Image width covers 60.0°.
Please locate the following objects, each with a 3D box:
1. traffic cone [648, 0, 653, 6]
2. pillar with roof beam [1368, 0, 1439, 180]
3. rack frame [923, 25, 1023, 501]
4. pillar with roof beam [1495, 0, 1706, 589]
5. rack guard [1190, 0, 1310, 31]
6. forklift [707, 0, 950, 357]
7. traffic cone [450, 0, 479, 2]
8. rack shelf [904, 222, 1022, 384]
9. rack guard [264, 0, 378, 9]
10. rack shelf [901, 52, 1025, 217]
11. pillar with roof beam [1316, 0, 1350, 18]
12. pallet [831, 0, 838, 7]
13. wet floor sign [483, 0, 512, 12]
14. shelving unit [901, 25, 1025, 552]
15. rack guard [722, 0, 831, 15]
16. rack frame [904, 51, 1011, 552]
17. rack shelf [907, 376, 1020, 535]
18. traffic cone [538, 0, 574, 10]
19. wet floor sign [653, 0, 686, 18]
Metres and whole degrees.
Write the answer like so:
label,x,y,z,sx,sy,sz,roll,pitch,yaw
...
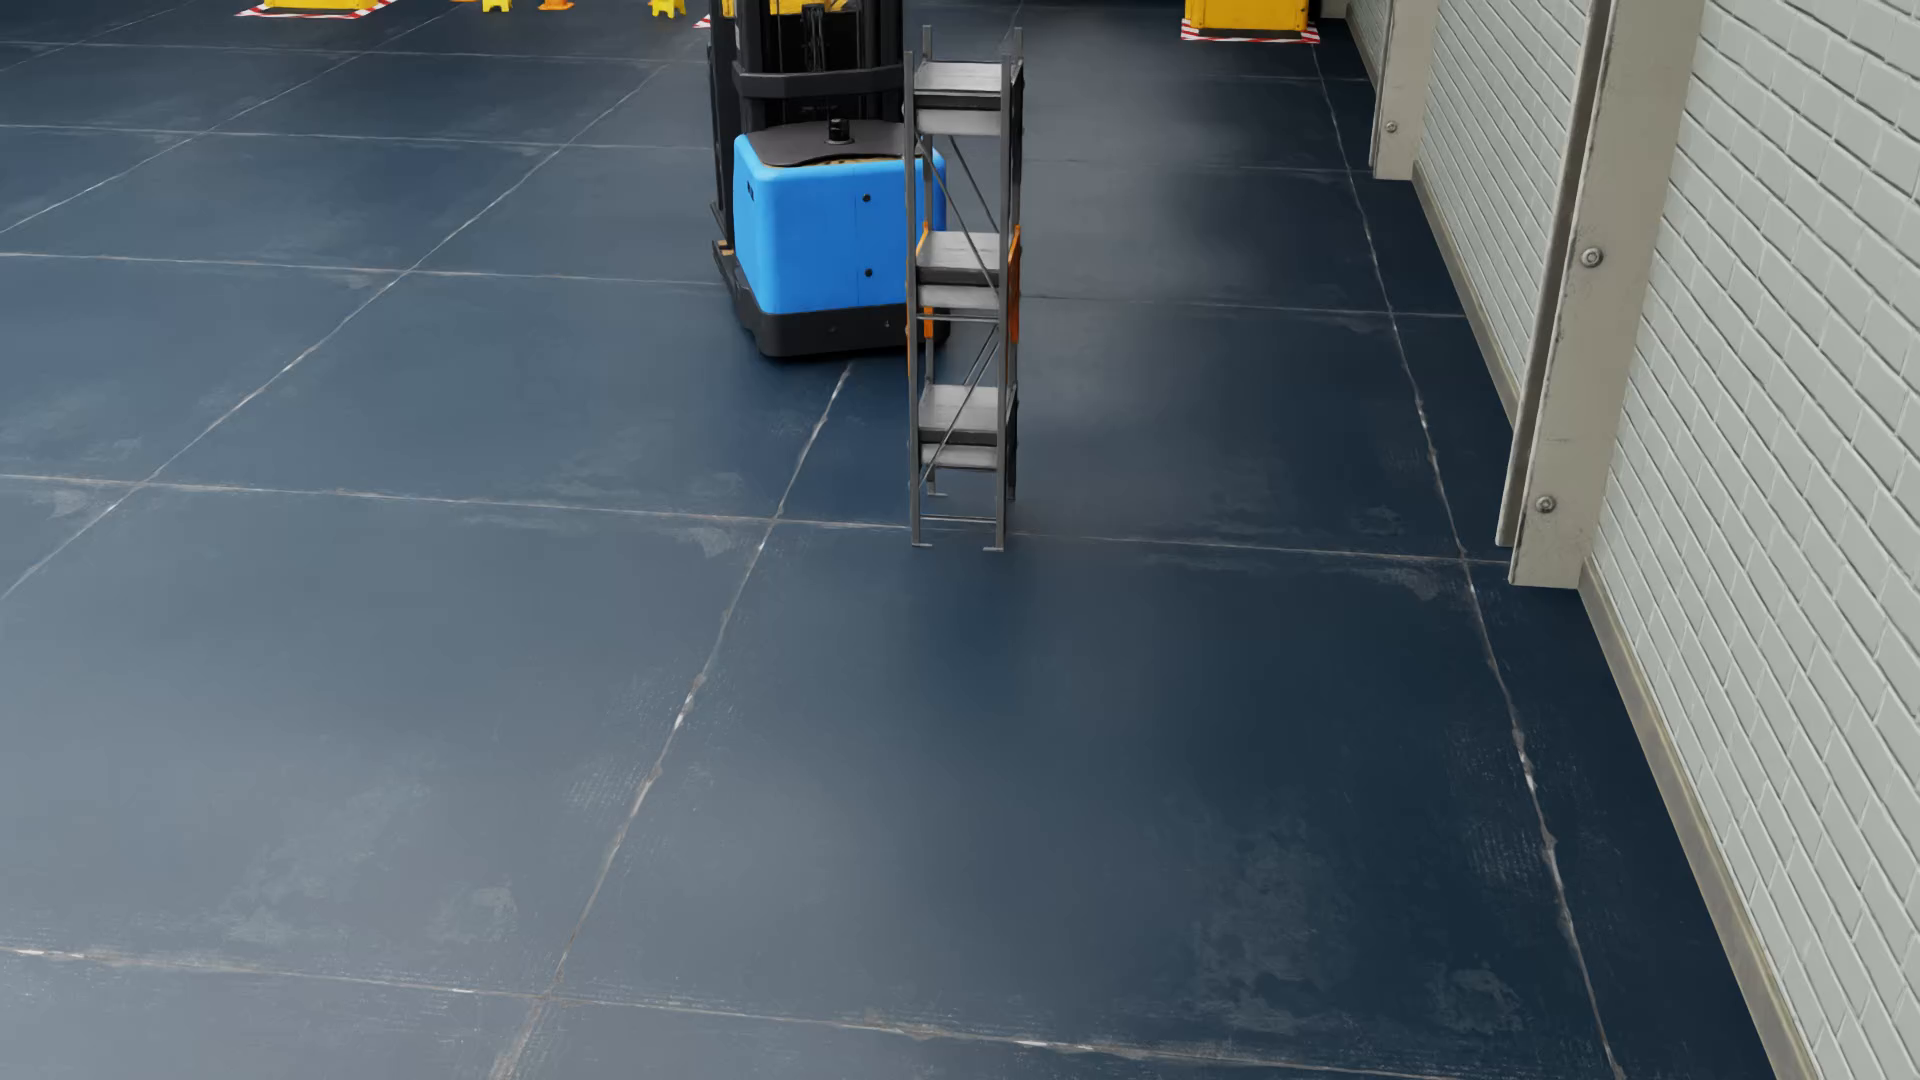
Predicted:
label,x,y,z,sx,sy,sz,roll,pitch,yaw
traffic cone,-3.203,-6.040,17.973,0.336,0.463,0.334,3,28,6
pillar with roof beam,-1.076,-6.935,10.634,9.100,9.000,0.400,3,28,6
rack frame,0.050,-1.117,7.110,0.400,2.100,0.015,3,28,6
pillar with roof beam,-1.811,-4.110,5.392,9.100,9.000,0.400,3,28,6
rack guard,2.949,-5.481,16.896,1.175,0.500,0.348,3,28,6
forklift,-0.928,-2.955,9.645,1.130,2.935,3.031,-7,29,-13
traffic cone,-5.426,-6.170,18.214,0.336,0.463,0.334,3,28,6
rack shelf,0.020,-0.990,6.903,0.431,0.518,0.480,3,28,6
rack guard,-6.903,-6.007,17.874,1.175,0.500,0.348,3,28,6
rack shelf,0.020,-1.607,6.571,0.431,0.518,0.480,3,28,6
pillar with roof beam,-0.341,-9.759,15.877,9.100,9.000,0.400,3,28,6
pallet,-1.831,-6.068,18.290,1.003,0.211,1.213,3,28,6
wet floor sign,-4.938,-5.954,17.622,0.267,0.644,0.232,-1,28,-3
shelving unit,0.020,-1.002,6.897,0.431,2.100,0.503,3,28,6
rack guard,-1.966,-5.814,17.516,1.175,0.500,0.348,3,28,6
rack frame,-0.010,-0.887,6.683,0.400,2.100,0.015,3,28,6
rack shelf,0.020,-0.374,7.235,0.431,0.518,0.480,3,28,6
traffic cone,-4.346,-5.944,17.796,0.336,0.463,0.334,3,28,6
wet floor sign,-3.060,-5.815,17.364,0.267,0.644,0.232,14,31,24
